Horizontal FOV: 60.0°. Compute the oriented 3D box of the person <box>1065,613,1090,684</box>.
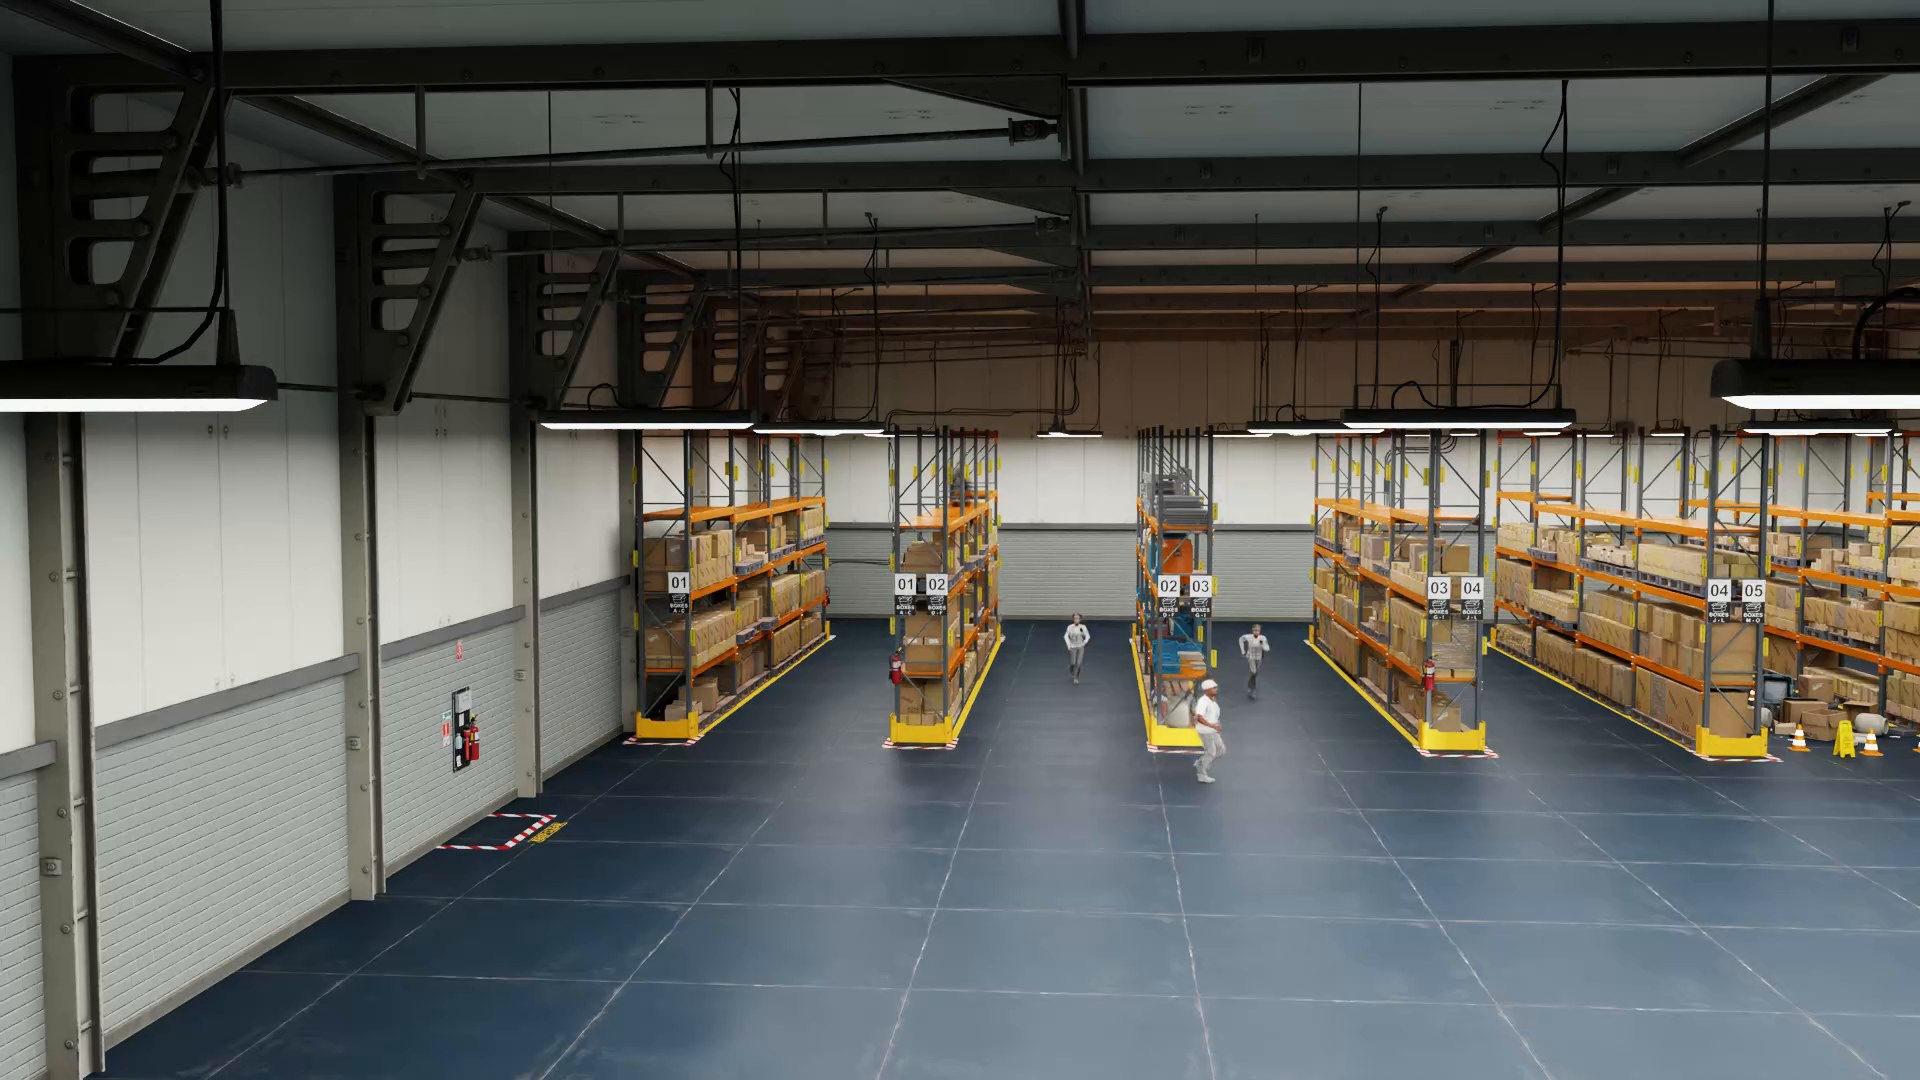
[{"bbox_3d":[2.771,2.545,39.215,0.609,1.671,0.586,0,3,3],"label":"person"}]

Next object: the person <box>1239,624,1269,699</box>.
[{"bbox_3d":[6.536,2.676,36.997,0.603,1.662,0.893,0,3,-8],"label":"person"}]

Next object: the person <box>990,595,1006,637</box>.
[{"bbox_3d":[0.937,2.022,48.499,0.827,1.610,0.567,0,3,7],"label":"person"}]

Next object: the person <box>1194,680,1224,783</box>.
[{"bbox_3d":[4.149,3.188,27.736,0.575,1.723,0.701,2,4,28],"label":"person"}]
